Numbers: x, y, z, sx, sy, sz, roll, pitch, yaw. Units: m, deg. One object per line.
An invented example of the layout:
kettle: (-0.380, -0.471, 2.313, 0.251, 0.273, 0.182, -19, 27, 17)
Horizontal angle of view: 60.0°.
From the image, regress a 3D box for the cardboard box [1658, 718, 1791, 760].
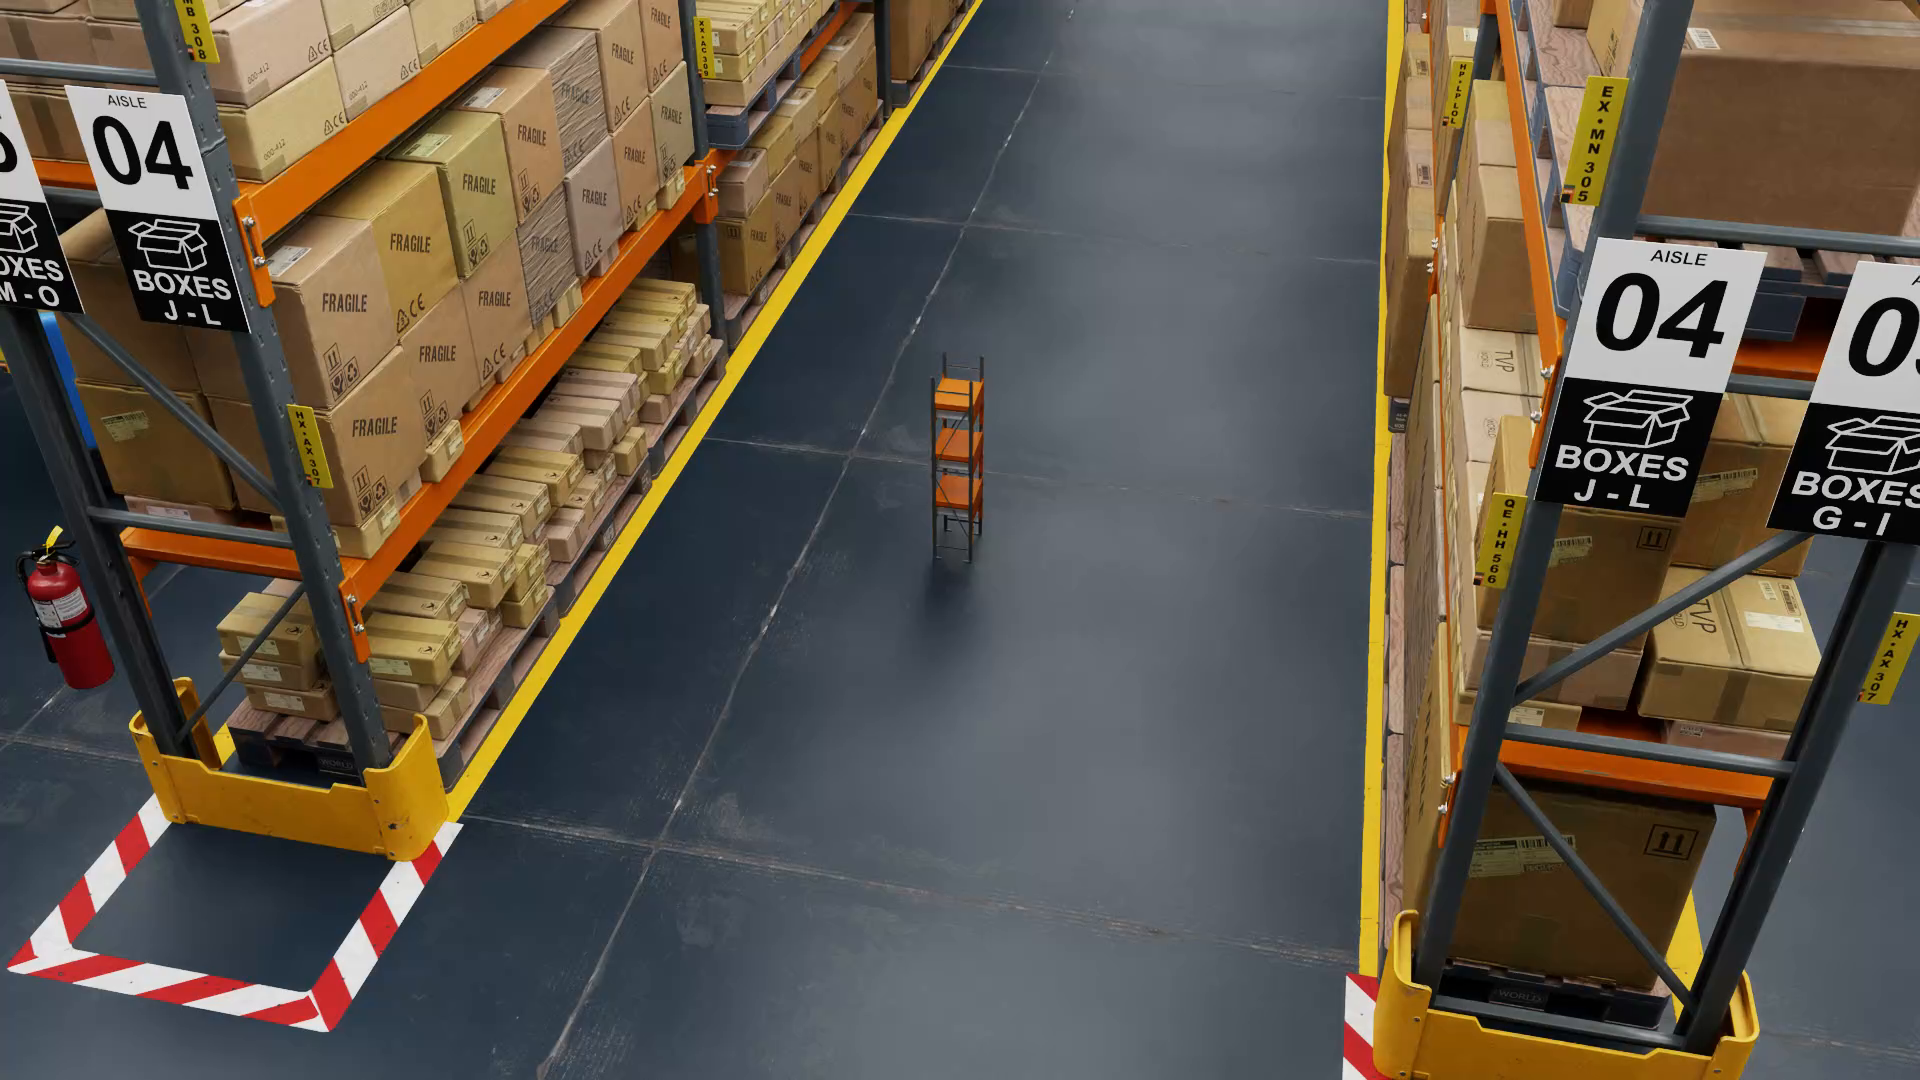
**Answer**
cardboard box: (2.476, 0.586, 5.370, 0.380, 0.149, 0.250, 8, 37, 10)

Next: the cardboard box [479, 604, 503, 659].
cardboard box: (-2.299, 0.387, 7.502, 0.380, 0.149, 0.250, 8, 37, 10)

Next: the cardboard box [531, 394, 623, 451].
cardboard box: (-1.920, -0.590, 8.343, 0.380, 0.149, 0.250, 6, 36, 8)

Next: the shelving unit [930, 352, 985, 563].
shelving unit: (-0.011, -0.394, 8.170, 0.215, 1.050, 0.252, 7, 37, 10)

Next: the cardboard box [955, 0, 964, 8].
cardboard box: (-0.437, -5.253, 14.771, 1.050, 0.750, 0.750, 7, 37, 10)

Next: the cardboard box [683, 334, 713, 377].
cardboard box: (-1.642, -1.075, 9.519, 0.380, 0.149, 0.250, 8, 37, 11)

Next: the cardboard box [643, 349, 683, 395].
cardboard box: (-1.734, -0.930, 9.065, 0.380, 0.149, 0.250, 6, 36, 8)

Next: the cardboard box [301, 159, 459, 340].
cardboard box: (-2.289, -1.114, 6.310, 0.500, 0.500, 0.500, 8, 37, 11)

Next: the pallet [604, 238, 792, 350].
pallet: (-1.727, -1.644, 10.609, 1.003, 0.211, 1.213, 7, 37, 10)

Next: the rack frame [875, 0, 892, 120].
rack frame: (-1.037, -4.620, 12.339, 1.000, 3.000, 0.127, 7, 37, 10)

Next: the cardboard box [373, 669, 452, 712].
cardboard box: (-2.383, 0.562, 7.007, 0.380, 0.149, 0.250, 9, 37, 12)

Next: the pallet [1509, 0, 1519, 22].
pallet: (2.747, -2.358, 6.737, 1.003, 0.211, 1.213, 7, 37, 10)

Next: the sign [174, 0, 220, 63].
sign: (-2.216, -1.534, 4.780, 0.100, 0.325, 0.005, 7, 37, 10)

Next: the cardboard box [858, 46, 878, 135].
cardboard box: (-0.922, -3.368, 12.383, 0.500, 0.500, 0.500, 7, 37, 10)

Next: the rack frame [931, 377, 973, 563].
rack frame: (-0.038, -0.324, 8.073, 0.200, 1.050, 0.008, 7, 37, 10)

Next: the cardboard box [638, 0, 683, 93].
cardboard box: (-1.728, -2.589, 8.346, 0.500, 0.500, 0.500, 6, 36, 8)

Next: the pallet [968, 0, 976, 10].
pallet: (-0.274, -5.332, 15.698, 1.003, 0.211, 1.213, 7, 37, 10)

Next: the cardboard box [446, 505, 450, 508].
cardboard box: (-2.632, -0.249, 8.126, 0.380, 0.149, 0.250, 9, 37, 12)

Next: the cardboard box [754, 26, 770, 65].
cardboard box: (-1.305, -2.833, 9.475, 0.380, 0.149, 0.250, 7, 36, 9)

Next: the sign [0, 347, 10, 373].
sign: (-3.284, -0.712, 5.690, 0.100, 0.325, 0.005, 7, 37, 10)

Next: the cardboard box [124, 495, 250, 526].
cardboard box: (-2.952, -0.154, 6.391, 0.380, 0.149, 0.250, 7, 37, 10)

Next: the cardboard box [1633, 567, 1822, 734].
cardboard box: (2.444, 0.345, 5.363, 0.500, 0.250, 0.500, 6, 36, 9)

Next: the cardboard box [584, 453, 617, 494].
cardboard box: (-1.985, -0.341, 8.505, 0.380, 0.149, 0.250, 8, 37, 11)

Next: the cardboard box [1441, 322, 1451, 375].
cardboard box: (2.324, -0.818, 7.307, 0.380, 0.149, 0.250, 7, 36, 9)

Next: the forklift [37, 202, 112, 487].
forklift: (-4.549, -2.319, 9.222, 1.130, 2.935, 3.031, -8, 37, -11)

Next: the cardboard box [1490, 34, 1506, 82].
cardboard box: (3.061, -2.461, 8.420, 0.797, 0.503, 0.637, 6, 36, 9)

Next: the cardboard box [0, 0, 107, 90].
cardboard box: (-2.896, -1.686, 5.436, 0.500, 0.250, 0.500, 6, 36, 9)

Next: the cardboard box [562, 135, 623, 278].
cardboard box: (-1.938, -1.593, 7.823, 0.500, 0.500, 0.500, 7, 37, 10)

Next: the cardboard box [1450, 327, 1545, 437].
cardboard box: (2.247, -0.607, 6.675, 0.500, 0.250, 0.500, 7, 37, 10)

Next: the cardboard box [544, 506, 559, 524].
cardboard box: (-2.162, -0.198, 8.055, 0.380, 0.149, 0.250, 9, 37, 12)

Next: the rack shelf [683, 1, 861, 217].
rack shelf: (-1.464, -3.182, 10.968, 1.077, 0.370, 4.000, 7, 37, 10)

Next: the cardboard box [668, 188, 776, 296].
cardboard box: (-1.475, -1.875, 10.324, 0.500, 0.500, 0.500, 9, 37, 12)

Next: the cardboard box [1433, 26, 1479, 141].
cardboard box: (2.983, -2.573, 9.429, 0.500, 0.500, 0.500, 7, 37, 9)

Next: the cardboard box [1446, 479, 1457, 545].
cardboard box: (2.049, -0.083, 6.293, 0.380, 0.149, 0.250, 7, 36, 9)

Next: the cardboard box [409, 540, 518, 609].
cardboard box: (-2.182, 0.150, 7.321, 0.380, 0.149, 0.250, 7, 37, 10)

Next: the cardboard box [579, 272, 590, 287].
cardboard box: (-2.002, -1.282, 7.946, 0.380, 0.149, 0.250, 7, 36, 9)

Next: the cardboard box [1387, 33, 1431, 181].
cardboard box: (3.619, -2.857, 11.359, 1.225, 0.875, 0.875, 6, 36, 8)

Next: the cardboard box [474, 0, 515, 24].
cardboard box: (-2.065, -2.306, 6.717, 0.500, 0.250, 0.500, 7, 37, 10)

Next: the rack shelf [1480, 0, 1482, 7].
rack shelf: (3.360, -3.717, 9.150, 1.077, 0.370, 4.000, 7, 37, 10)

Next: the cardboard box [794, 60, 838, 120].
cardboard box: (-1.148, -3.076, 11.342, 0.500, 0.250, 0.500, 8, 37, 11)

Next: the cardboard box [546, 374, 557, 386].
cardboard box: (-2.324, -0.958, 8.850, 0.380, 0.149, 0.250, 6, 36, 9)

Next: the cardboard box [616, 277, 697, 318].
cardboard box: (-1.713, -1.347, 9.387, 0.380, 0.149, 0.250, 8, 37, 11)

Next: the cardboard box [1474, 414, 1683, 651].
cardboard box: (1.925, -0.030, 5.240, 0.500, 0.500, 0.500, 8, 37, 11)

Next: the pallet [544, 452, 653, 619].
pallet: (-2.259, -0.107, 8.488, 1.003, 0.211, 1.213, 7, 37, 10)

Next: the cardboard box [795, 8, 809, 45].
cardboard box: (-1.139, -3.156, 10.174, 0.380, 0.149, 0.250, 6, 36, 8)

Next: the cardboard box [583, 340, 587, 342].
cardboard box: (-2.265, -0.995, 9.155, 0.380, 0.149, 0.250, 7, 37, 10)

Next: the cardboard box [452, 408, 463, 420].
cardboard box: (-2.311, -0.541, 6.925, 0.380, 0.149, 0.250, 9, 37, 12)

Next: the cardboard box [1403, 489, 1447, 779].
cardboard box: (2.331, 0.438, 6.813, 0.875, 0.875, 0.875, 7, 37, 10)

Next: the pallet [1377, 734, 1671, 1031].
pallet: (2.172, 1.307, 6.537, 1.003, 0.211, 1.213, 7, 37, 10)
